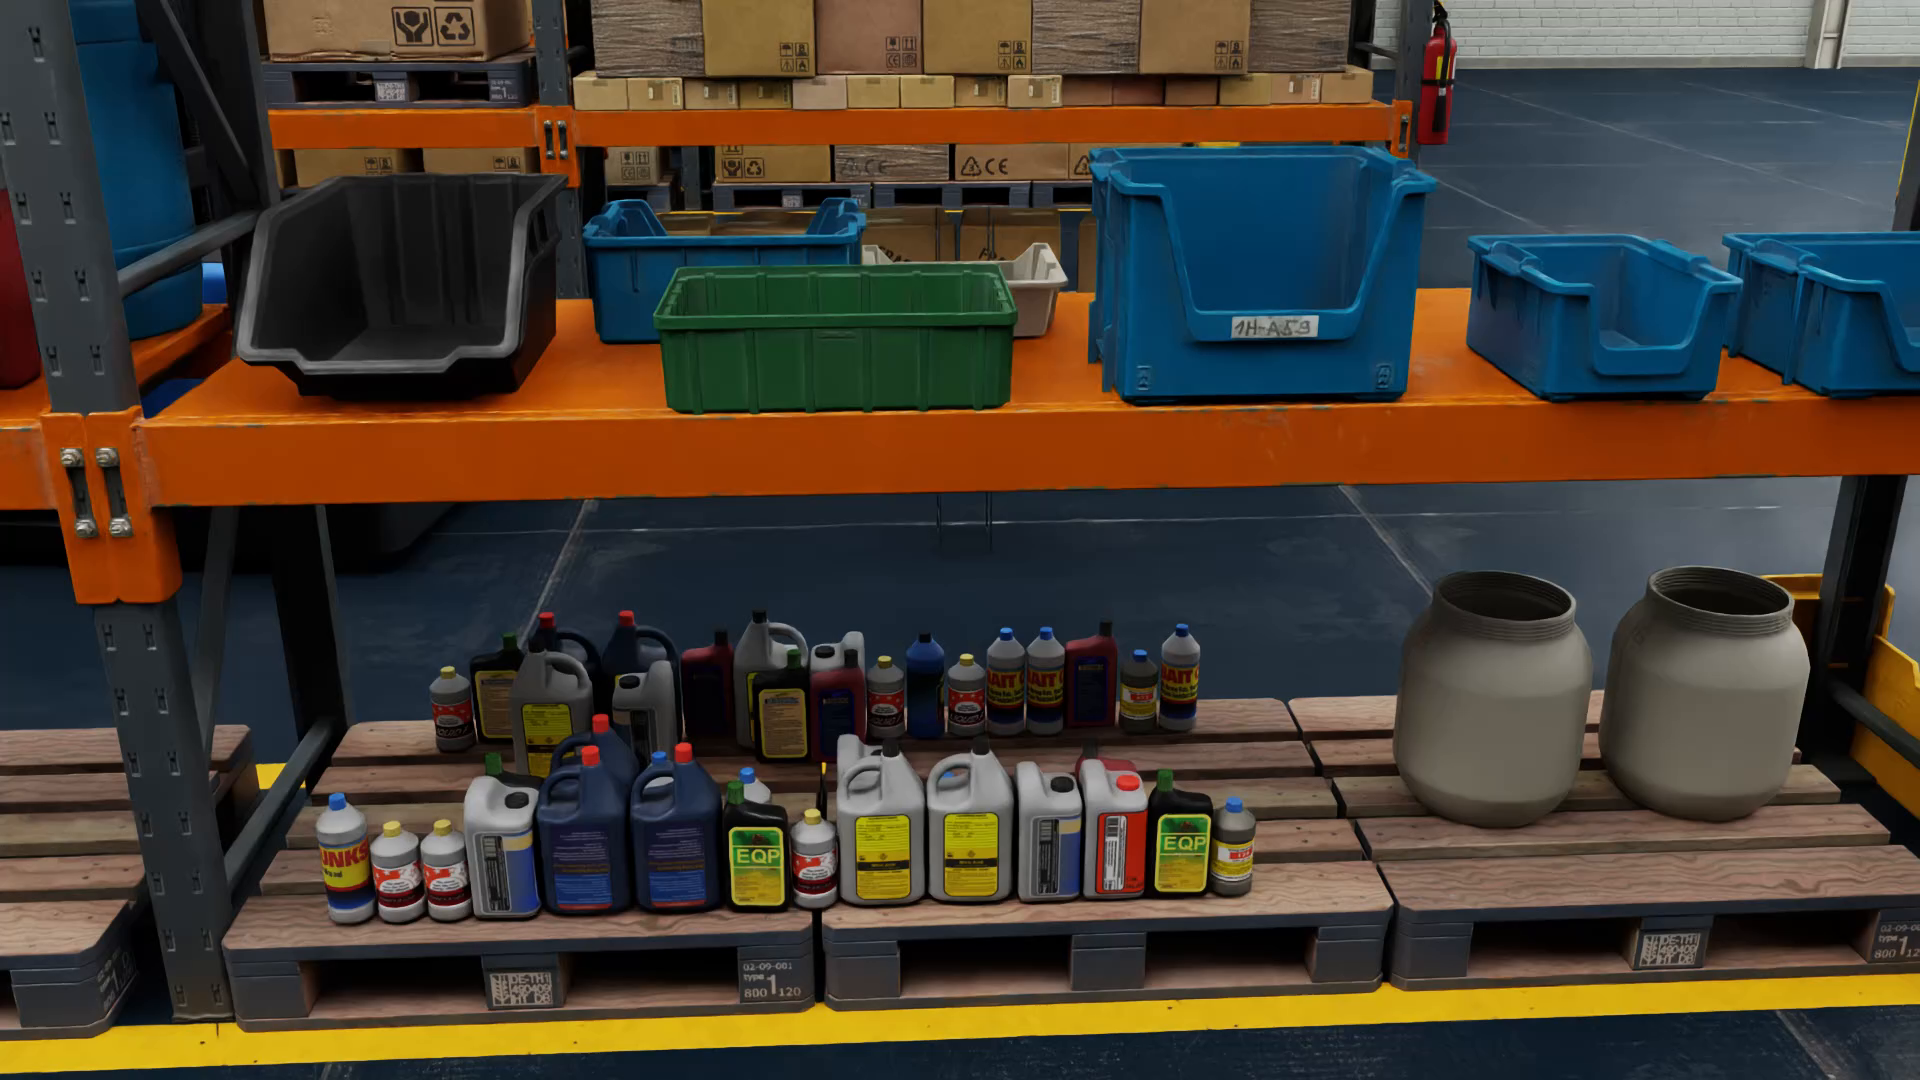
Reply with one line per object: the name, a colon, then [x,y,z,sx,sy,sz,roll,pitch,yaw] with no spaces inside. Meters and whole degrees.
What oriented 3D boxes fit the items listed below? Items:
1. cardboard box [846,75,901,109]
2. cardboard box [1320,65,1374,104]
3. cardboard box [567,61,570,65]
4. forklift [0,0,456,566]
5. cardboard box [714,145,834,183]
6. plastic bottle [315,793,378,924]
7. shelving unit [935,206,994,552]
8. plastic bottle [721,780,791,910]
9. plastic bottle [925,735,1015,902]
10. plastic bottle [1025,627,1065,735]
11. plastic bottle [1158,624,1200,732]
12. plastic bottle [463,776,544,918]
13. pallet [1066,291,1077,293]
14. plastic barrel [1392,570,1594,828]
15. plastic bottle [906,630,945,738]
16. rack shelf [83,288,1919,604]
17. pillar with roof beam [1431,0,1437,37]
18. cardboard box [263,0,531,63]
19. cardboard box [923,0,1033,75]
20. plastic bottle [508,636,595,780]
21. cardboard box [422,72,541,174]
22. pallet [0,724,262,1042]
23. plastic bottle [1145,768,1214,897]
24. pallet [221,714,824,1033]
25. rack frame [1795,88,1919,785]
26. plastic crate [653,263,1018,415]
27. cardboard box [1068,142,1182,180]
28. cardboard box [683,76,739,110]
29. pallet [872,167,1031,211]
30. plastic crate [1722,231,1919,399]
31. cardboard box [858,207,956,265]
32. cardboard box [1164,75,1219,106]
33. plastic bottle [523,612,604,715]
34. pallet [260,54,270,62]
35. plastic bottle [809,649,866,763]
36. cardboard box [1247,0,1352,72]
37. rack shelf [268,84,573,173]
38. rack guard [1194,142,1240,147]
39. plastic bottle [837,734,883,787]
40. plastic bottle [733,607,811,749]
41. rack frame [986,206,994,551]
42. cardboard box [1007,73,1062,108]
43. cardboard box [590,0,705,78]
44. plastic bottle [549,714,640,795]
cardboard box: [-0.412,-2.145,7.893,0.250,0.149,0.380,-1,21,-3]
cardboard box: [1.830,-2.216,8.078,0.250,0.149,0.380,-1,21,-3]
cardboard box: [-5.461,-6.644,22.102,0.625,0.625,0.875,0,21,-1]
forklift: [-3.418,-1.478,5.883,3.031,2.935,1.130,2,21,5]
cardboard box: [-1.441,-3.286,12.933,0.875,0.875,0.875,-1,21,-2]
plastic bottle: [-1.265,0.647,3.422,0.097,0.271,0.097,0,21,0]
shelving unit: [0.014,-0.561,5.908,0.189,1.200,0.258,-1,21,-3]
plastic bottle: [-0.423,0.631,3.447,0.133,0.283,0.061,0,21,-1]
plastic bottle: [0.020,0.576,3.498,0.185,0.351,0.144,0,21,-1]
plastic bottle: [0.216,0.350,4.203,0.097,0.271,0.097,0,21,0]
plastic bottle: [0.558,0.343,4.221,0.097,0.271,0.097,0,21,0]
plastic bottle: [-0.944,0.629,3.464,0.135,0.276,0.152,0,21,-1]
pallet: [1.214,-1.104,8.723,1.213,0.211,1.003,-1,21,-3]
plastic barrel: [1.232,0.364,3.855,0.421,0.512,0.421,0,21,0]
plastic bottle: [-0.087,0.356,4.187,0.097,0.271,0.097,0,21,0]
rack shelf: [0.389,-0.276,3.641,4.000,0.370,1.077,-1,21,-3]
pillar with roof beam: [6.739,-9.398,18.158,0.400,9.000,9.100,-1,21,-3]
cardboard box: [-2.692,-2.841,7.935,1.000,1.000,1.000,-1,21,-3]
cardboard box: [0.058,-2.543,8.026,0.500,0.500,0.875,-1,21,-3]
plastic bottle: [-0.973,0.397,3.968,0.185,0.351,0.144,-1,21,-3]
cardboard box: [-3.651,-3.177,12.822,0.750,0.750,1.050,-1,21,-3]
pallet: [-2.390,0.761,3.825,1.213,0.211,1.003,-1,21,-3]
plastic bottle: [0.461,0.613,3.495,0.133,0.283,0.061,-1,21,-2]
pallet: [-0.935,0.733,3.900,1.213,0.211,1.003,-1,21,-3]
rack frame: [2.386,-0.653,3.620,0.127,3.000,1.000,-1,21,-3]
plastic crate: [-0.237,-0.400,3.253,0.662,0.188,0.450,-1,21,-3]
cardboard box: [1.247,-3.342,13.080,0.875,0.875,0.875,-1,21,-3]
cardboard box: [-1.160,-2.127,7.844,0.250,0.149,0.380,-1,21,-3]
pallet: [-0.088,-2.805,13.193,1.213,0.211,1.003,-1,21,-3]
plastic crate: [1.903,-0.467,3.340,0.616,0.251,0.499,-1,21,-3]
cardboard box: [-0.302,-1.408,8.526,0.500,0.500,0.500,-3,21,-8]
cardboard box: [1.083,-2.188,8.005,0.250,0.149,0.380,-1,21,-3]
plastic bottle: [-0.981,0.345,4.103,0.185,0.351,0.144,-2,21,-4]
pallet: [-3.910,-2.215,7.992,1.213,0.211,1.003,-1,21,-3]
plastic bottle: [-0.298,0.402,4.048,0.133,0.283,0.061,-1,21,-3]
cardboard box: [1.552,-2.597,8.167,0.500,0.500,0.875,-1,21,-3]
rack shelf: [-3.887,-1.954,8.049,4.000,0.370,1.077,-1,21,-3]
rack guard: [1.945,-3.009,13.321,0.348,0.500,1.175,-1,21,-3]
plastic bottle: [-0.199,0.562,3.638,0.135,0.276,0.152,-1,21,-3]
plastic bottle: [-0.467,0.335,4.130,0.185,0.351,0.144,-1,21,-3]
rack frame: [0.106,-0.563,5.913,0.006,1.200,0.240,-1,21,-3]
cardboard box: [0.339,-2.148,7.900,0.250,0.149,0.380,-1,21,-3]
cardboard box: [-1.438,-2.504,7.923,0.500,0.500,0.875,-1,21,-3]
plastic bottle: [-0.787,0.541,3.590,0.185,0.351,0.144,-1,21,-3]
